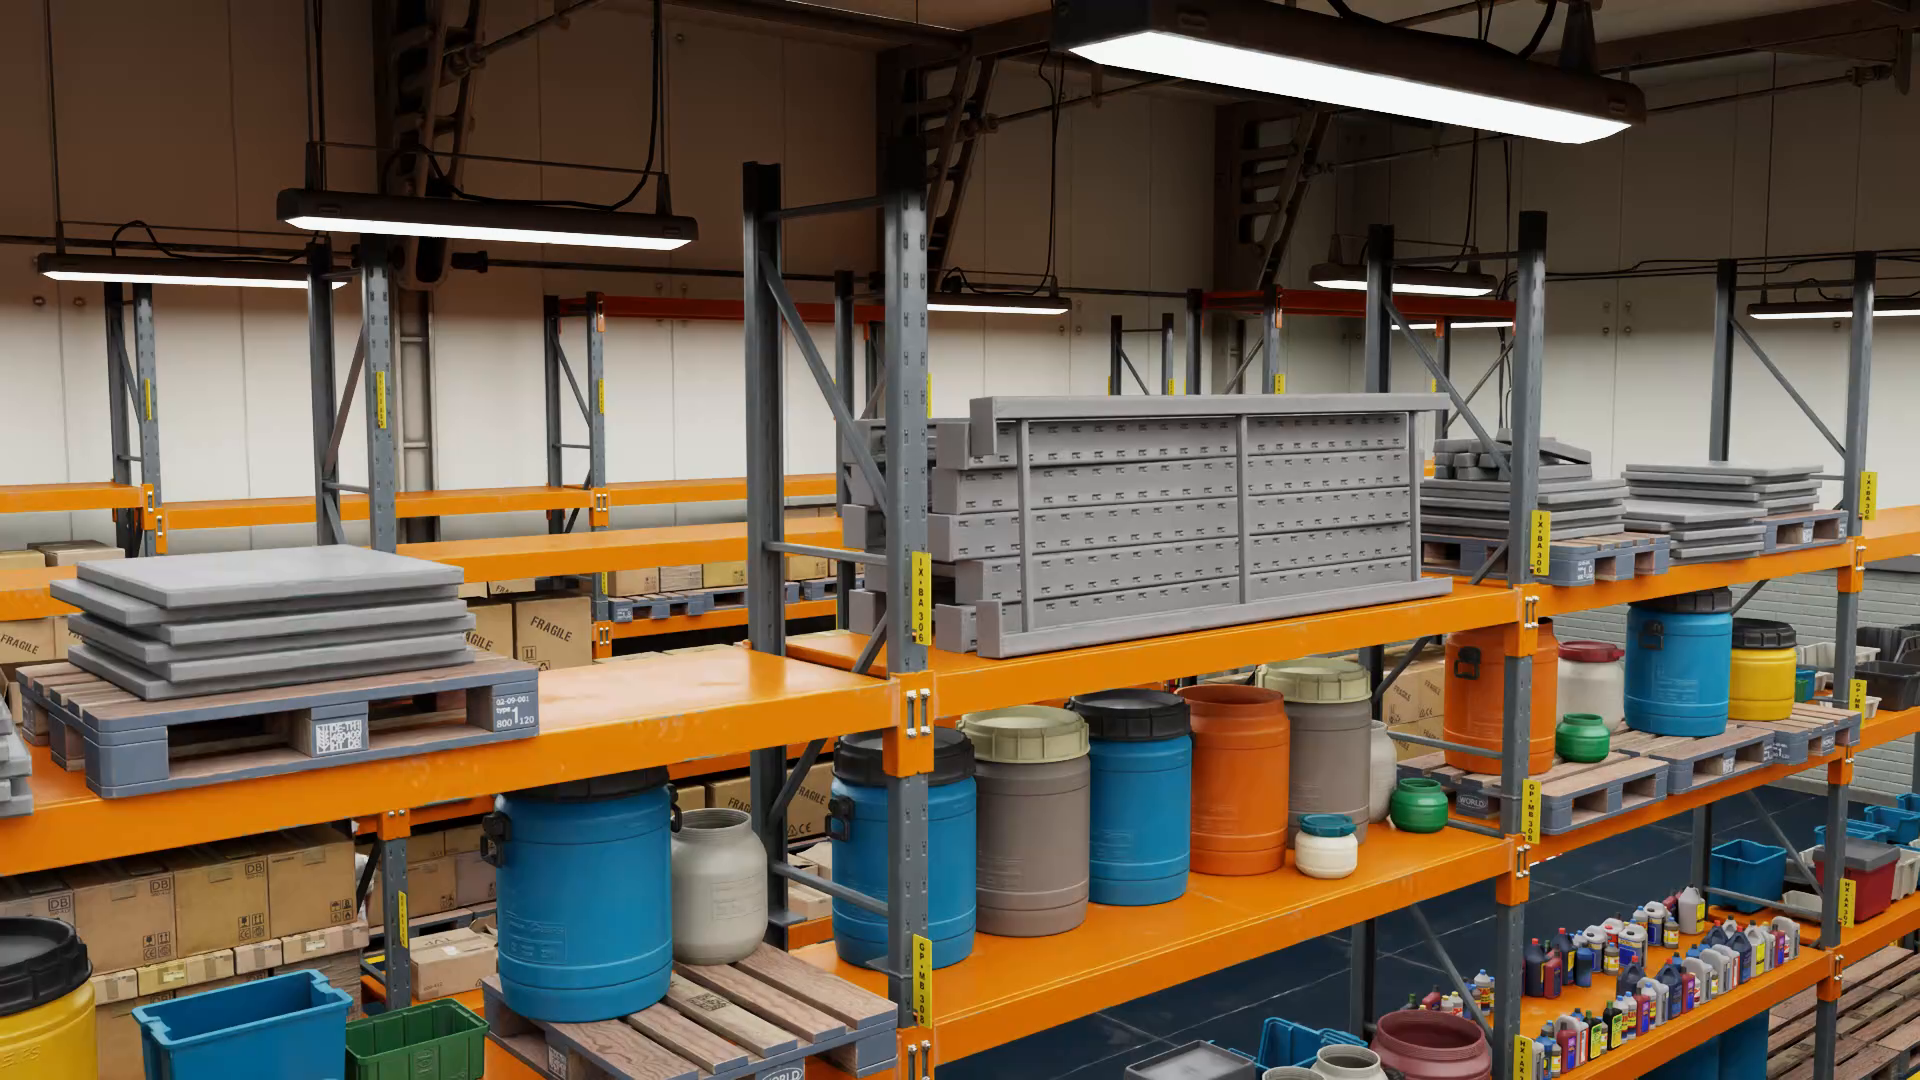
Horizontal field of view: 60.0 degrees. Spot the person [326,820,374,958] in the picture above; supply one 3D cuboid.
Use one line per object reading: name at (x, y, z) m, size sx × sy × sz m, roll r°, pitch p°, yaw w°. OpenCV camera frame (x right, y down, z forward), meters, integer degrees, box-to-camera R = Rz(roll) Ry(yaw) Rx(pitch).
person at (-4.850, 3.065, 12.868) m, size 0.414 × 1.805 × 0.636 m, roll 5°, pitch 7°, yaw 39°
